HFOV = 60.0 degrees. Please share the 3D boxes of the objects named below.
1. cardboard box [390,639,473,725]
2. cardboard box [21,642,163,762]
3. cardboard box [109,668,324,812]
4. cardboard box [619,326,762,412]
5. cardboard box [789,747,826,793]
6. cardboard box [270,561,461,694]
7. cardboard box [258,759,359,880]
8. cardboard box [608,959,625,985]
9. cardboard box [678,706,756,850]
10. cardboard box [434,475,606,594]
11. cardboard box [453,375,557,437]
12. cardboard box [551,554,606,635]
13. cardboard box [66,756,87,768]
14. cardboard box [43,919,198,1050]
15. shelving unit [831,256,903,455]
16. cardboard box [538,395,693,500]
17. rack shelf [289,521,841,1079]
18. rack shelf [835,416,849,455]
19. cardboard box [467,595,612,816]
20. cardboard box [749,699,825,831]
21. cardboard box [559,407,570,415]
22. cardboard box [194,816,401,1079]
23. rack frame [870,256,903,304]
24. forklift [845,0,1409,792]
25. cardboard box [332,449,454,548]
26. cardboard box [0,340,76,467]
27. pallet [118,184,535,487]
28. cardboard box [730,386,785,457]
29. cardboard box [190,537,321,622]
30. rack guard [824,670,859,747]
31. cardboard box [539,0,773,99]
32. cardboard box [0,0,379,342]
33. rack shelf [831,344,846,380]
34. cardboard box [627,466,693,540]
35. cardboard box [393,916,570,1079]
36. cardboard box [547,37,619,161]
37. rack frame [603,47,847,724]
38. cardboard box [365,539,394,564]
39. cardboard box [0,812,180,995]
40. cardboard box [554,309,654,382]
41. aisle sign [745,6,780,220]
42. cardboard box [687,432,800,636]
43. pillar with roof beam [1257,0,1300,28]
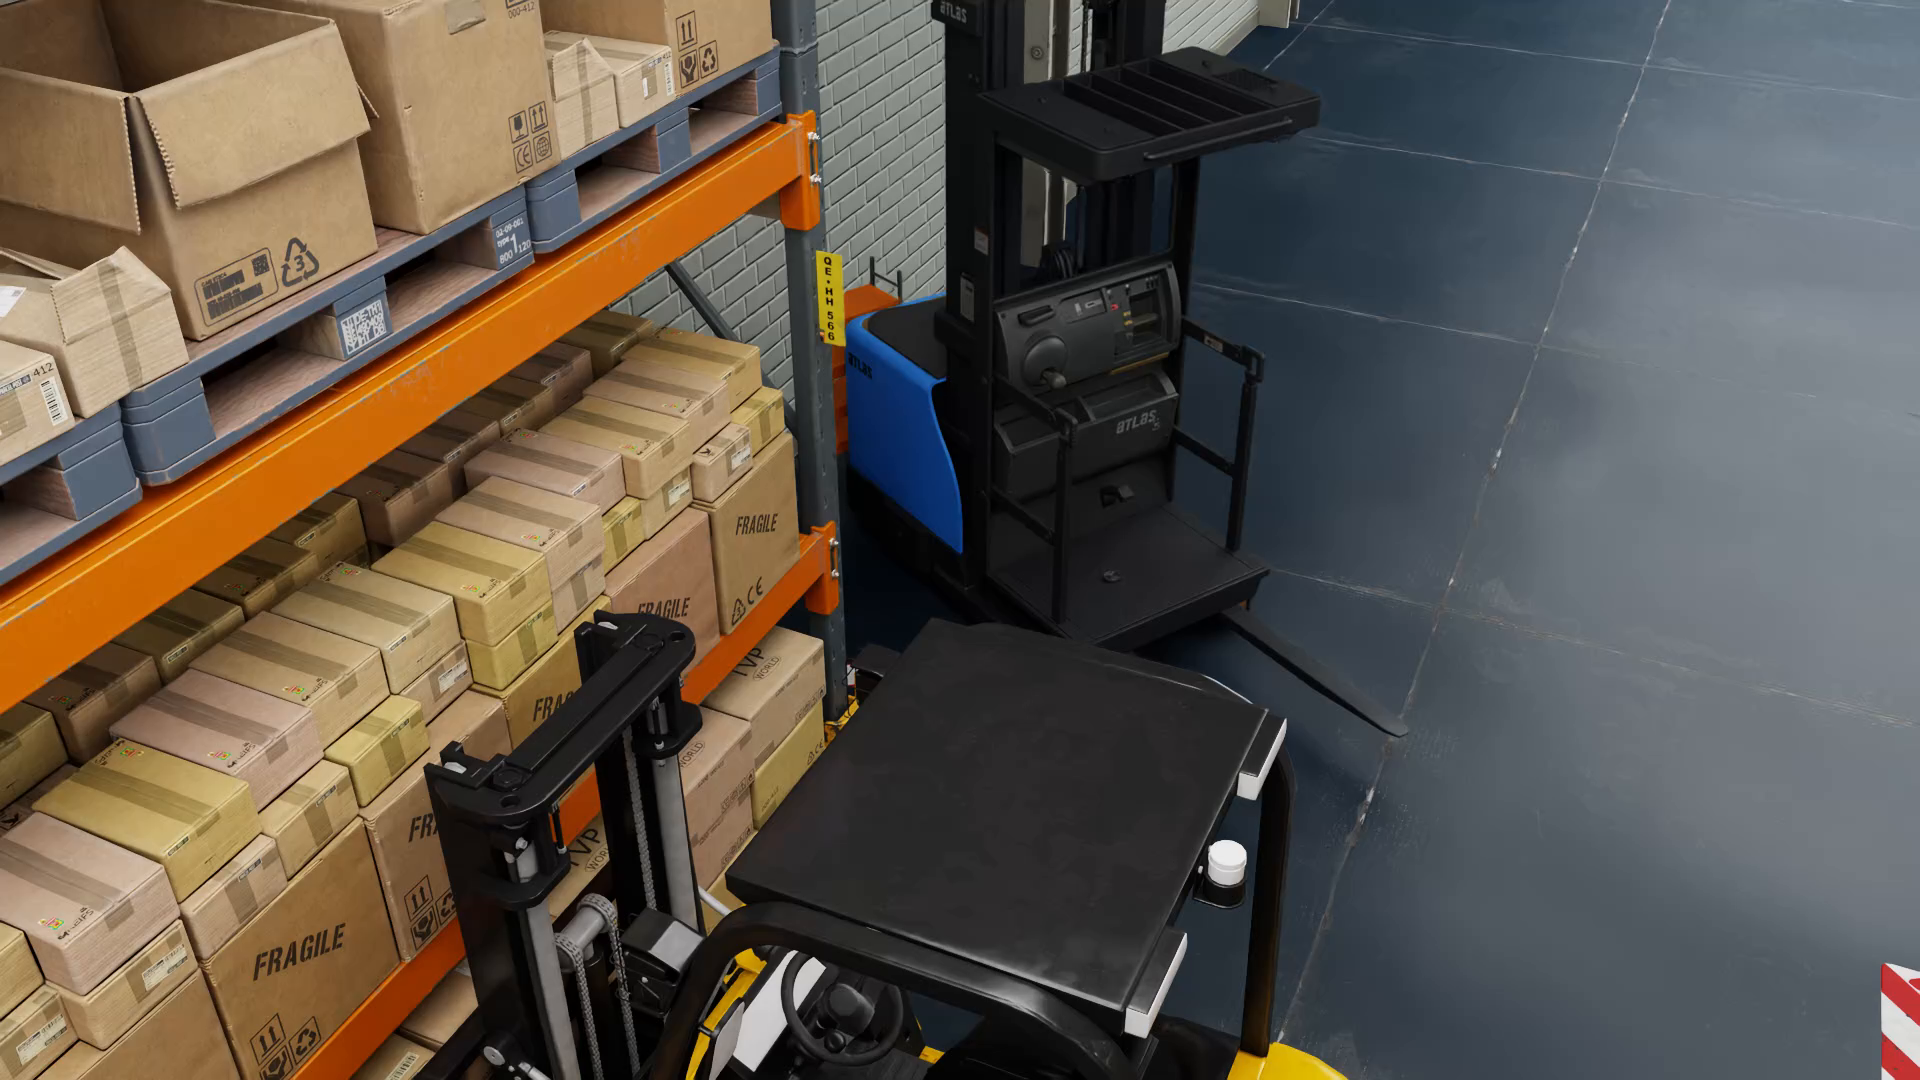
[{"bbox_3d":[-1.504,0.336,4.320,0.380,0.149,0.250,14,36,20],"label":"cardboard box"},{"bbox_3d":[-2.162,0.360,4.012,0.380,0.149,0.250,14,36,20],"label":"cardboard box"},{"bbox_3d":[-1.716,0.468,3.847,0.380,0.149,0.250,14,36,20],"label":"cardboard box"},{"bbox_3d":[-0.871,-0.547,5.395,0.380,0.149,0.250,14,36,21],"label":"cardboard box"},{"bbox_3d":[-0.822,0.944,6.199,0.500,0.250,0.500,14,36,21],"label":"cardboard box"},{"bbox_3d":[-1.508,0.218,4.228,0.380,0.149,0.250,15,36,21],"label":"cardboard box"},{"bbox_3d":[-1.652,0.613,3.896,0.380,0.149,0.250,13,35,19],"label":"cardboard box"},{"bbox_3d":[-1.249,1.252,5.274,0.500,0.250,0.500,13,36,19],"label":"cardboard box"},{"bbox_3d":[-1.030,0.776,5.543,0.500,0.250,0.500,15,36,21],"label":"cardboard box"},{"bbox_3d":[-1.211,-0.019,4.589,0.380,0.149,0.250,15,36,22],"label":"cardboard box"},{"bbox_3d":[-1.485,-0.398,5.168,0.380,0.149,0.250,15,36,21],"label":"cardboard box"},{"bbox_3d":[-1.230,0.101,4.677,0.380,0.149,0.250,13,35,19],"label":"cardboard box"},{"bbox_3d":[-2.149,0.480,4.100,0.380,0.149,0.250,14,36,20],"label":"cardboard box"},{"bbox_3d":[-1.853,0.873,3.501,0.380,0.149,0.250,15,36,22],"label":"cardboard box"},{"bbox_3d":[-0.549,-0.760,8.314,0.503,1.200,0.258,-25,40,-33],"label":"shelving unit"},{"bbox_3d":[-1.031,-0.281,4.989,0.380,0.149,0.250,15,36,22],"label":"cardboard box"},{"bbox_3d":[-1.749,0.960,4.706,1.077,0.370,4.000,14,36,20],"label":"rack shelf"},{"bbox_3d":[-0.549,-0.537,8.459,0.480,0.148,0.258,-25,40,-33],"label":"rack shelf"},{"bbox_3d":[-1.320,0.439,4.754,0.500,0.500,0.500,13,36,20],"label":"cardboard box"},{"bbox_3d":[-0.832,0.743,6.050,0.500,0.250,0.500,14,36,20],"label":"cardboard box"},{"bbox_3d":[-1.336,-0.403,5.446,0.380,0.149,0.250,14,36,20],"label":"cardboard box"},{"bbox_3d":[-1.750,0.937,3.994,0.500,0.500,0.500,14,36,20],"label":"cardboard box"},{"bbox_3d":[-0.362,-0.846,8.445,0.015,1.200,0.240,-25,40,-33],"label":"rack frame"},{"bbox_3d":[0.676,-0.853,6.878,1.130,2.935,3.031,-20,38,-28],"label":"forklift"},{"bbox_3d":[-1.690,-0.142,4.776,0.380,0.149,0.250,15,36,22],"label":"cardboard box"},{"bbox_3d":[-1.801,-0.248,2.912,0.380,0.149,0.250,15,36,22],"label":"cardboard box"},{"bbox_3d":[-1.741,-0.598,3.771,1.003,0.211,1.213,14,36,20],"label":"pallet"},{"bbox_3d":[-0.803,-0.413,5.461,0.380,0.149,0.250,15,36,21],"label":"cardboard box"},{"bbox_3d":[-1.920,0.108,4.396,0.380,0.149,0.250,14,36,21],"label":"cardboard box"},{"bbox_3d":[-0.903,0.697,6.731,1.175,0.500,0.348,14,36,20],"label":"rack guard"},{"bbox_3d":[-0.877,-1.574,4.614,0.500,0.500,0.500,15,36,22],"label":"cardboard box"},{"bbox_3d":[-1.675,-0.805,3.439,0.797,0.503,0.637,15,36,22],"label":"cardboard box"},{"bbox_3d":[-0.549,-0.891,8.228,0.480,0.148,0.258,-25,40,-33],"label":"rack shelf"},{"bbox_3d":[-1.047,-0.163,5.081,0.380,0.149,0.250,15,36,21],"label":"cardboard box"},{"bbox_3d":[-1.451,1.280,4.774,0.500,0.250,0.500,13,36,20],"label":"cardboard box"},{"bbox_3d":[-1.090,-1.143,4.171,0.396,0.266,0.258,14,36,21],"label":"cardboard box"},{"bbox_3d":[-0.913,-0.336,6.028,1.000,3.000,0.127,14,36,20],"label":"rack frame"},{"bbox_3d":[-1.783,-0.051,4.909,0.380,0.149,0.250,15,36,21],"label":"cardboard box"},{"bbox_3d":[-1.856,0.743,3.428,0.380,0.149,0.250,15,36,22],"label":"cardboard box"},{"bbox_3d":[-1.247,-0.656,5.560,0.380,0.149,0.250,13,36,20],"label":"cardboard box"},{"bbox_3d":[-0.618,-1.389,5.262,0.394,0.787,0.004,14,36,20],"label":"aisle sign"},{"bbox_3d":[-0.880,-0.073,5.535,0.500,0.500,0.500,13,36,19],"label":"cardboard box"},{"bbox_3d":[6.908,-7.694,11.777,9.100,9.000,0.400,14,36,20],"label":"pillar with roof beam"}]
